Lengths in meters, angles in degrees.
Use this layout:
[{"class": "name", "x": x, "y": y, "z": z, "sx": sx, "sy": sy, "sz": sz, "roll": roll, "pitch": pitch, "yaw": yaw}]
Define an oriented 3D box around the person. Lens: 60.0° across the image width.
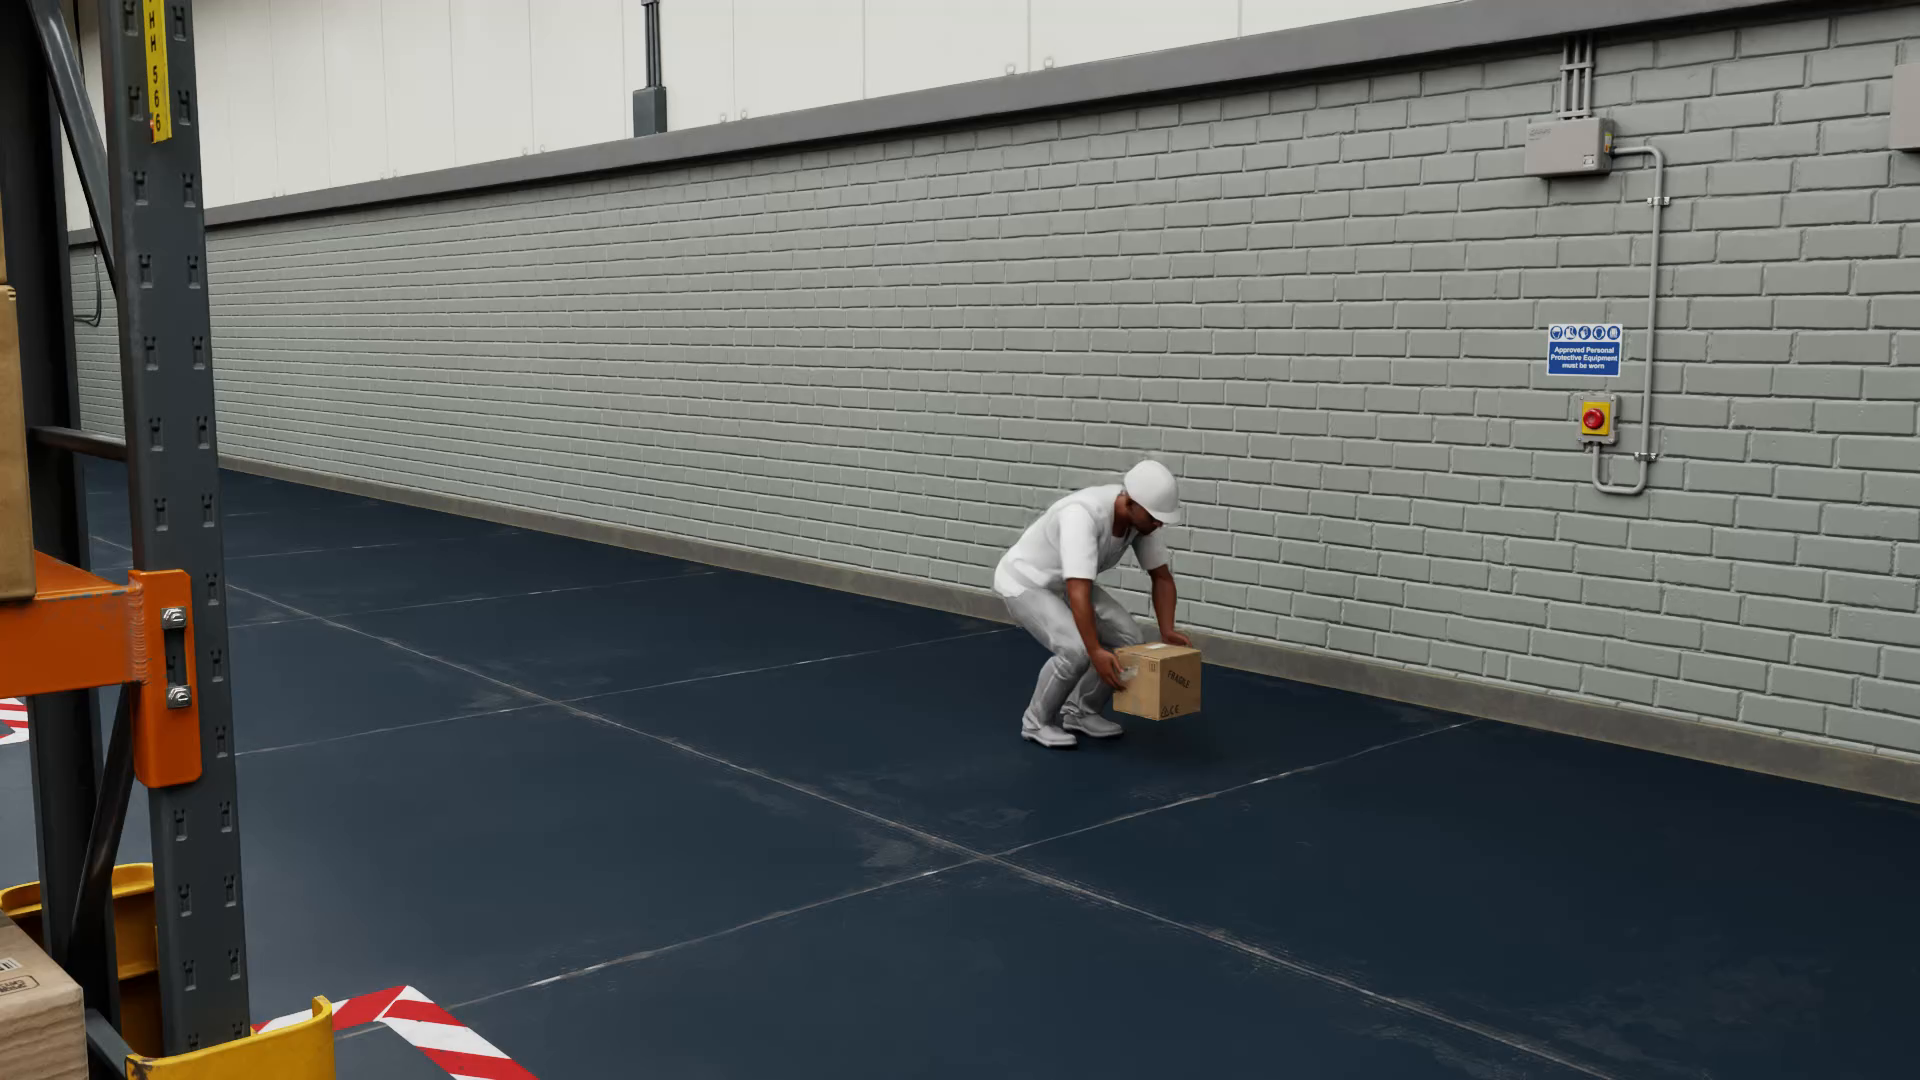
[{"class": "person", "x": 0.561, "y": 0.249, "z": 6.953, "sx": 0.620, "sy": 1.207, "sz": 0.839, "roll": -6, "pitch": 10, "yaw": -41}]
